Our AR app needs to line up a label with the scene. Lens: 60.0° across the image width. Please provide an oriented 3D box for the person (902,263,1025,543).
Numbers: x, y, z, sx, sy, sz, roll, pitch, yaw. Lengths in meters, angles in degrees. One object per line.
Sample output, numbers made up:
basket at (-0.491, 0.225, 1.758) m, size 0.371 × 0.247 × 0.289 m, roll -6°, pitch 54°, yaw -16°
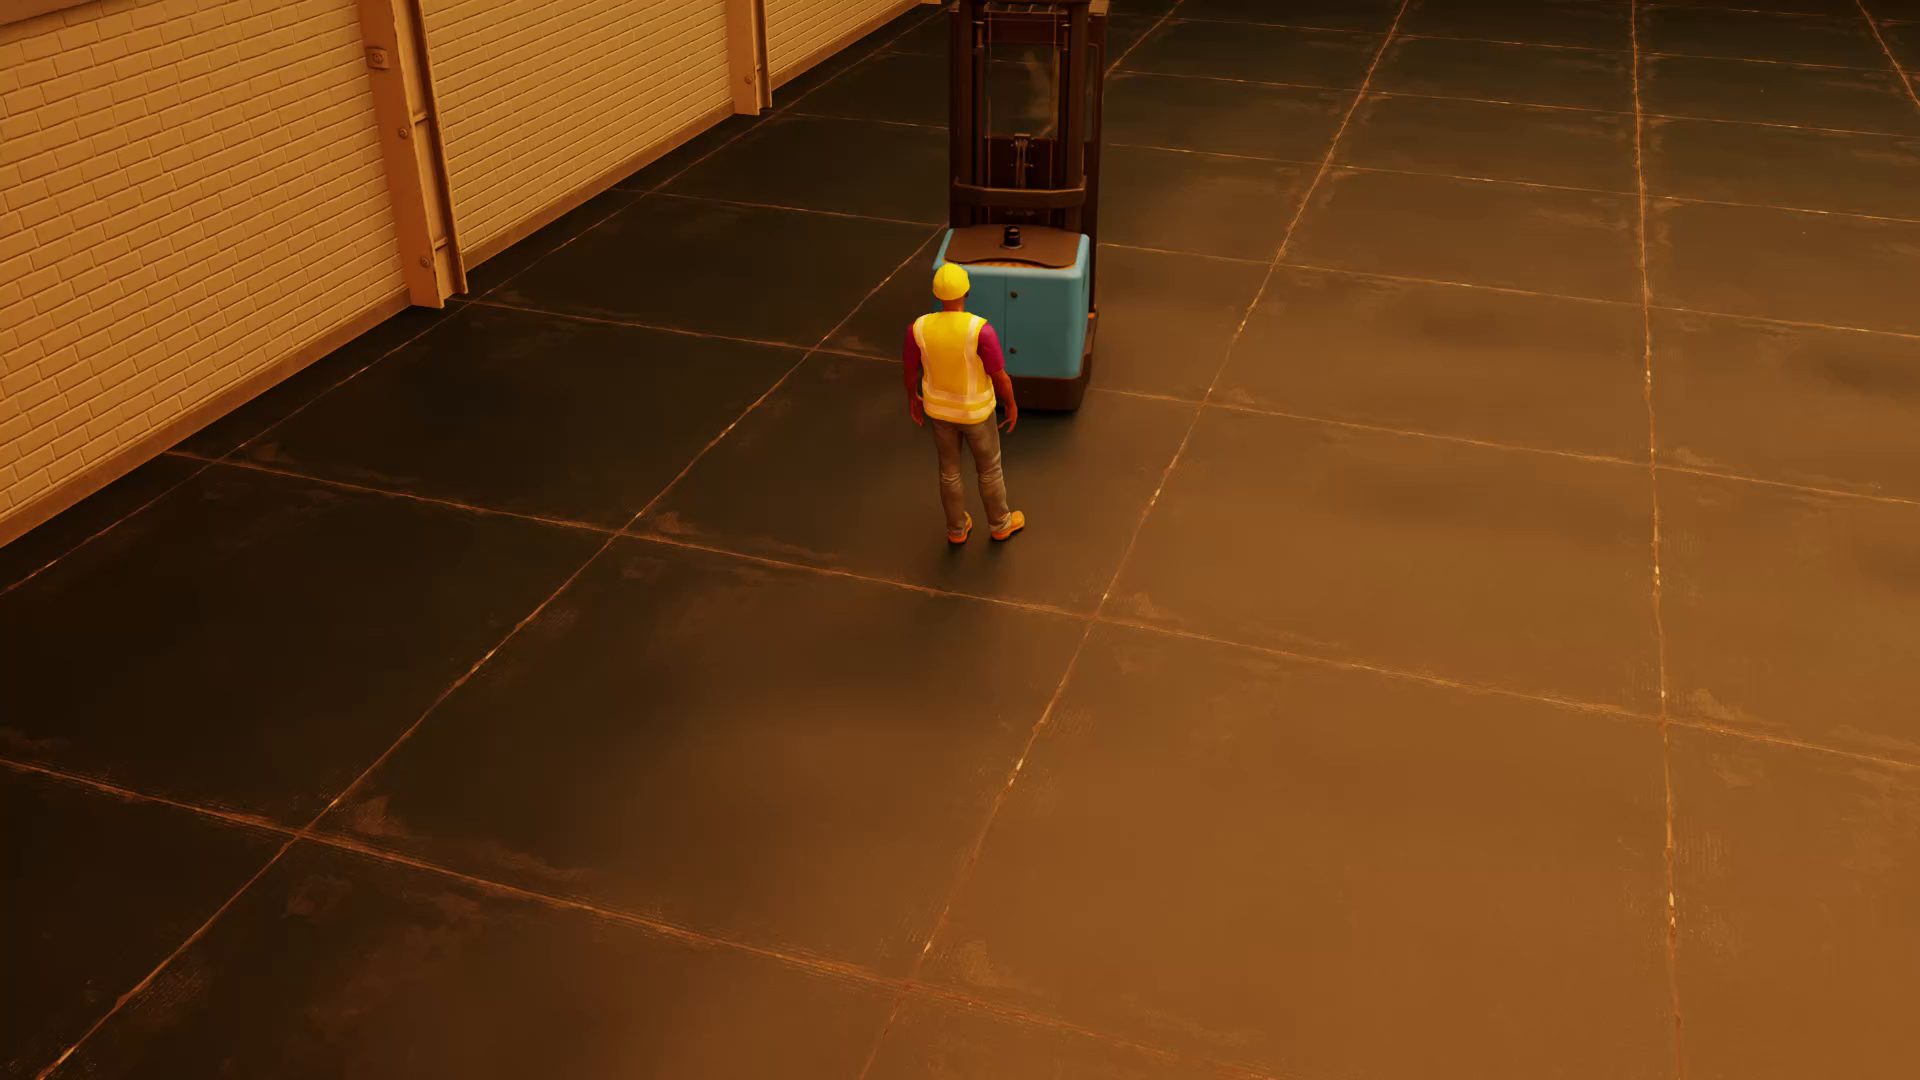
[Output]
person at (0.027, -0.806, 9.711) m, size 0.666 × 1.768 × 0.575 m, roll 10°, pitch 31°, yaw 16°

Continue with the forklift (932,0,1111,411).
forklift at (0.499, -2.878, 12.185) m, size 1.130 × 2.935 × 3.031 m, roll 4°, pitch 30°, yaw 6°
